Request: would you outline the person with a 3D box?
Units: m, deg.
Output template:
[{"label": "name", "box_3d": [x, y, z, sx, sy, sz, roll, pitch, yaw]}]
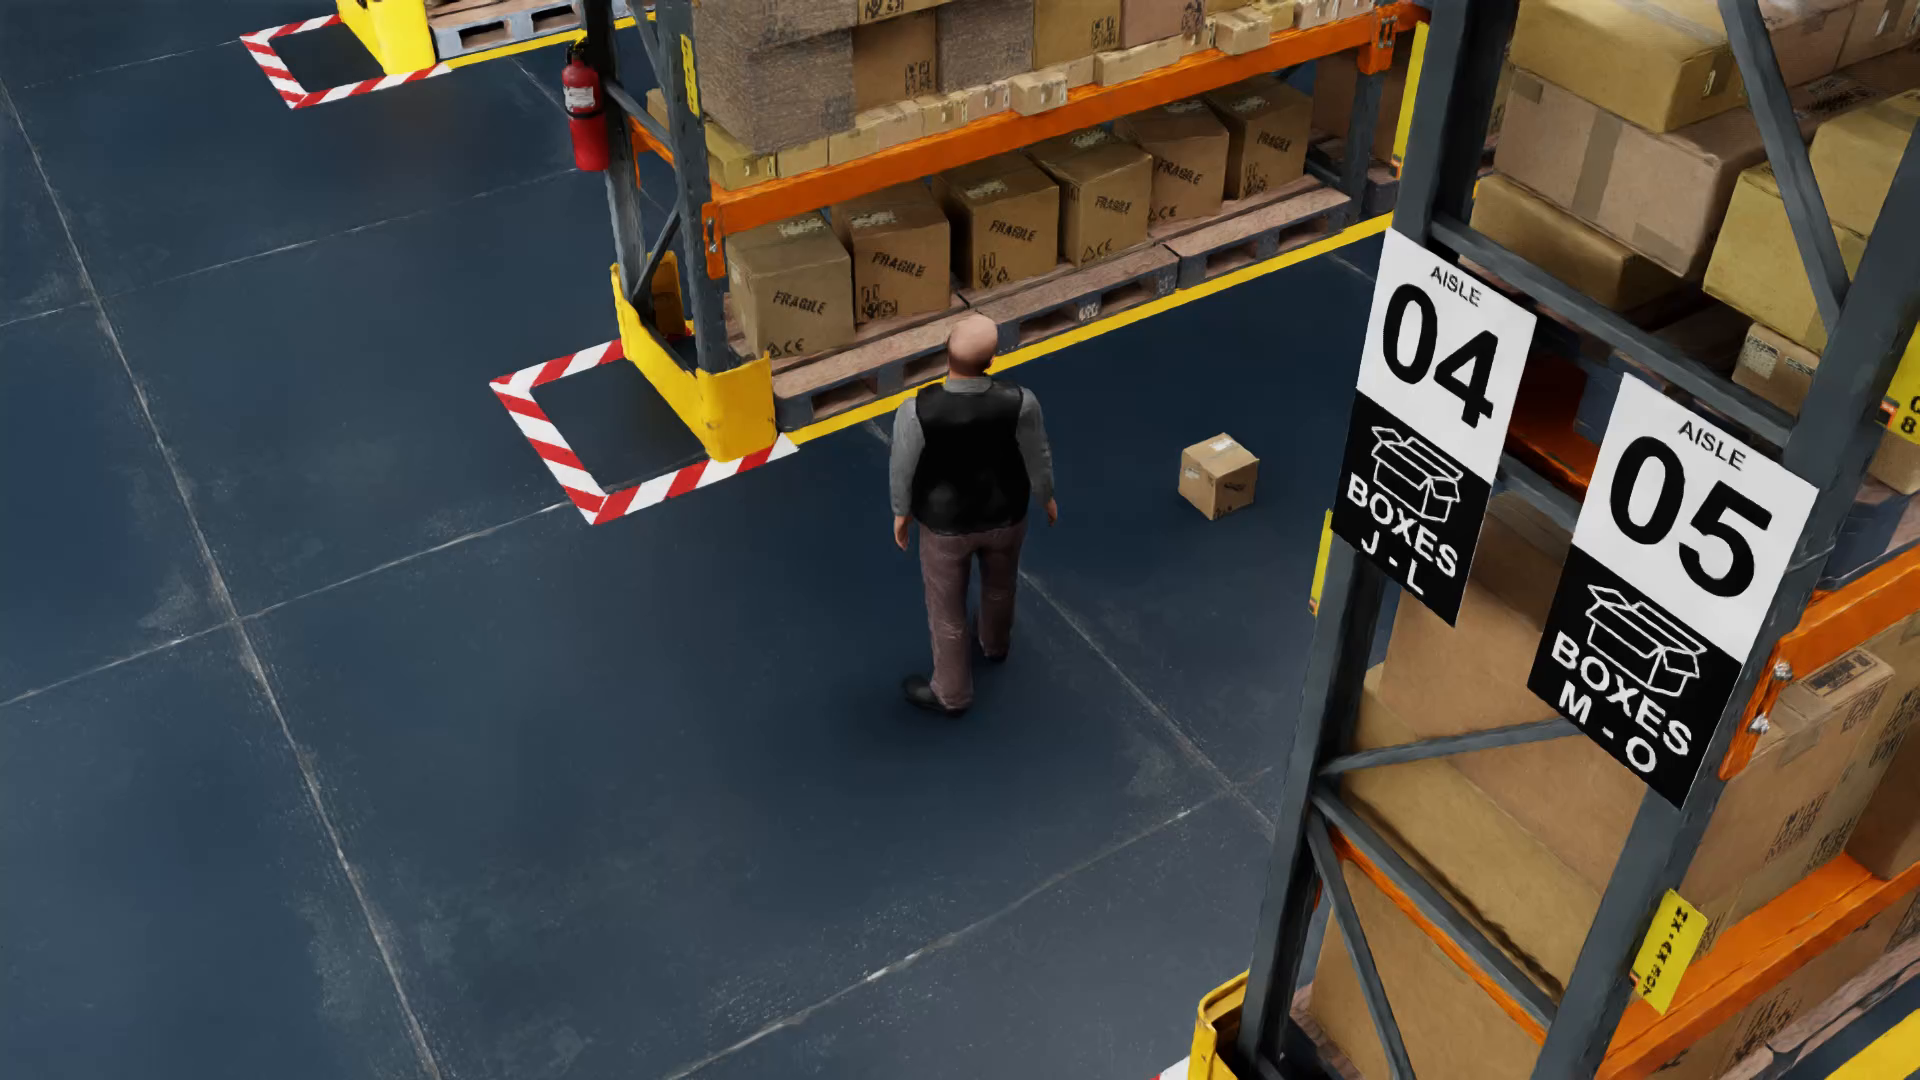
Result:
[{"label": "person", "box_3d": [0.049, -0.130, 6.292, 0.645, 1.720, 0.584, -10, 41, -11]}]
